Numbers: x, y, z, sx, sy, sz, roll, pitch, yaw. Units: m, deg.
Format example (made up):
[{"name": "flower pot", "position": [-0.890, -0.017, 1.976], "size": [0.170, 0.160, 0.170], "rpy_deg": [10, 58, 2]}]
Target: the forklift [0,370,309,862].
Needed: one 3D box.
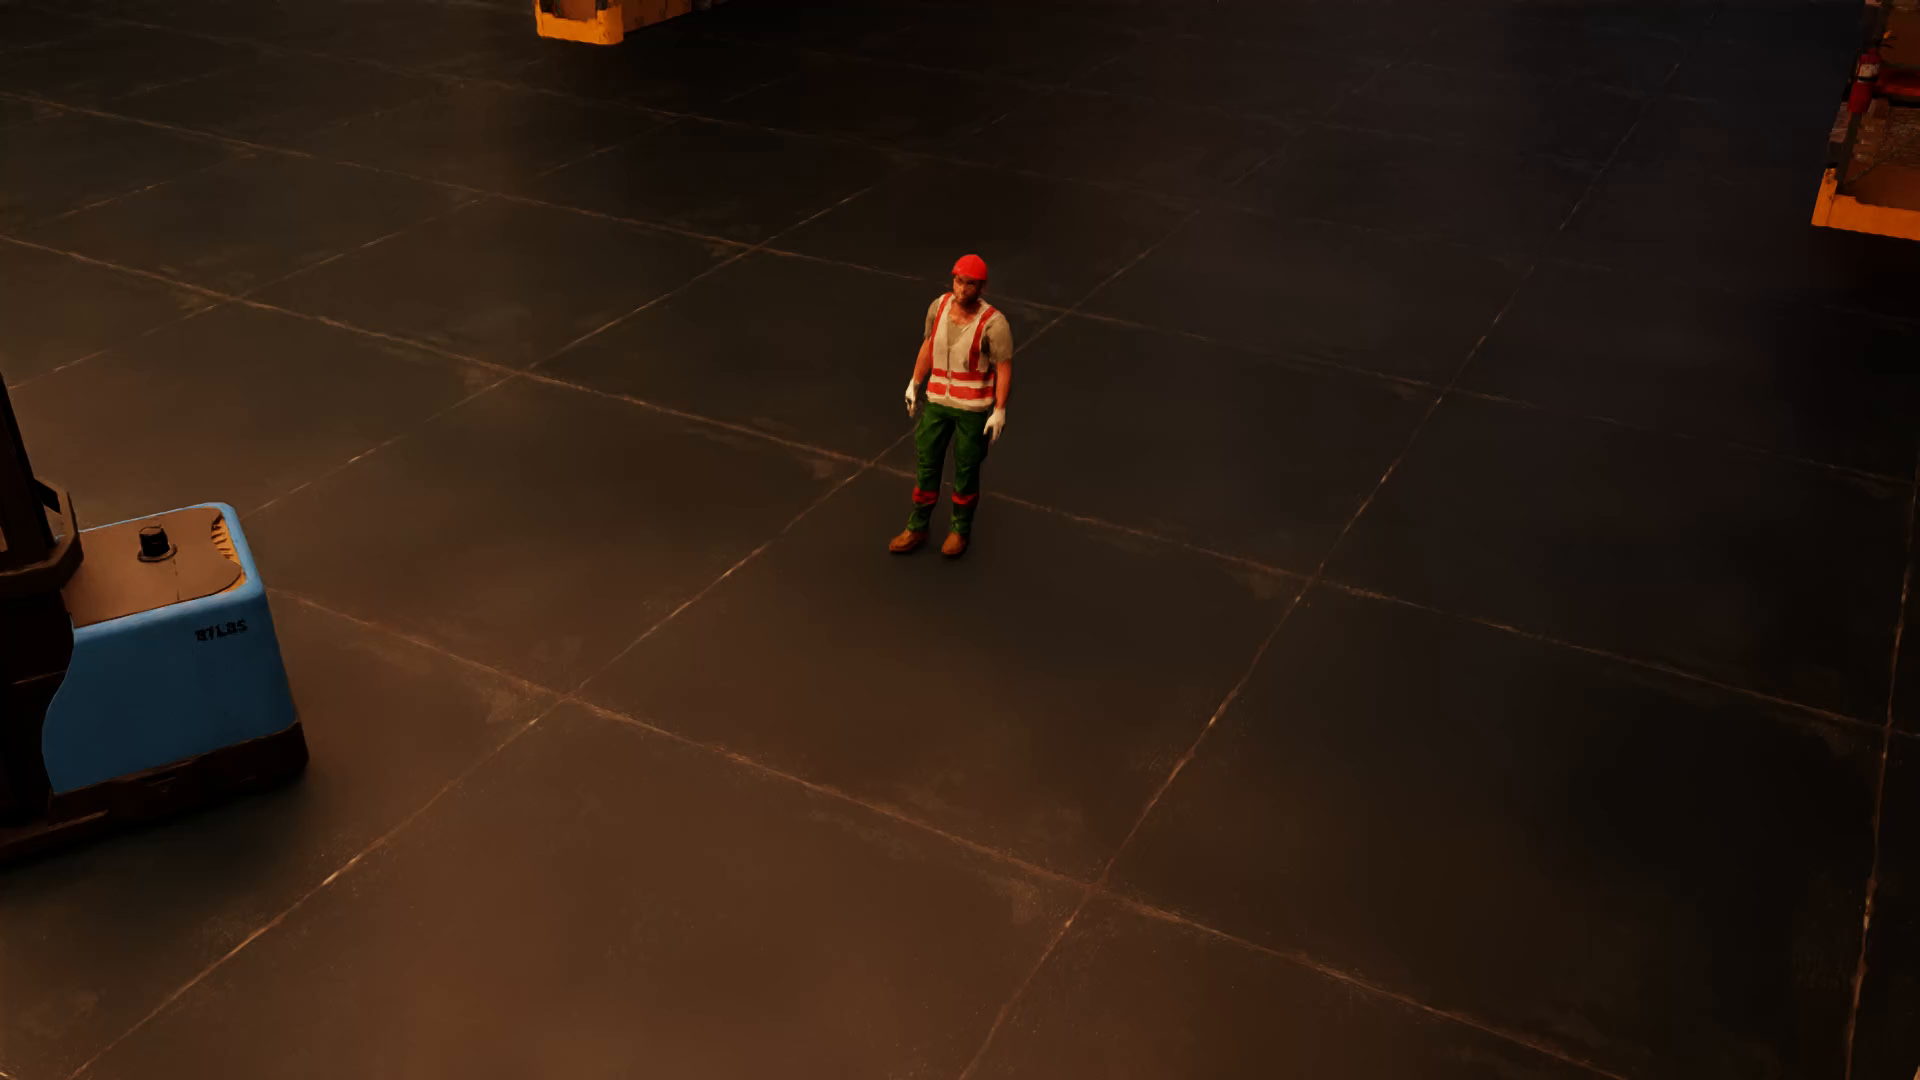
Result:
[{"name": "forklift", "position": [-4.683, 0.022, 7.033], "size": [3.031, 2.935, 1.130], "rpy_deg": [-16, 34, -25]}]

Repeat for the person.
[{"name": "person", "position": [-0.048, -0.746, 9.497], "size": [0.637, 1.783, 0.563], "rpy_deg": [15, 33, 25]}]
